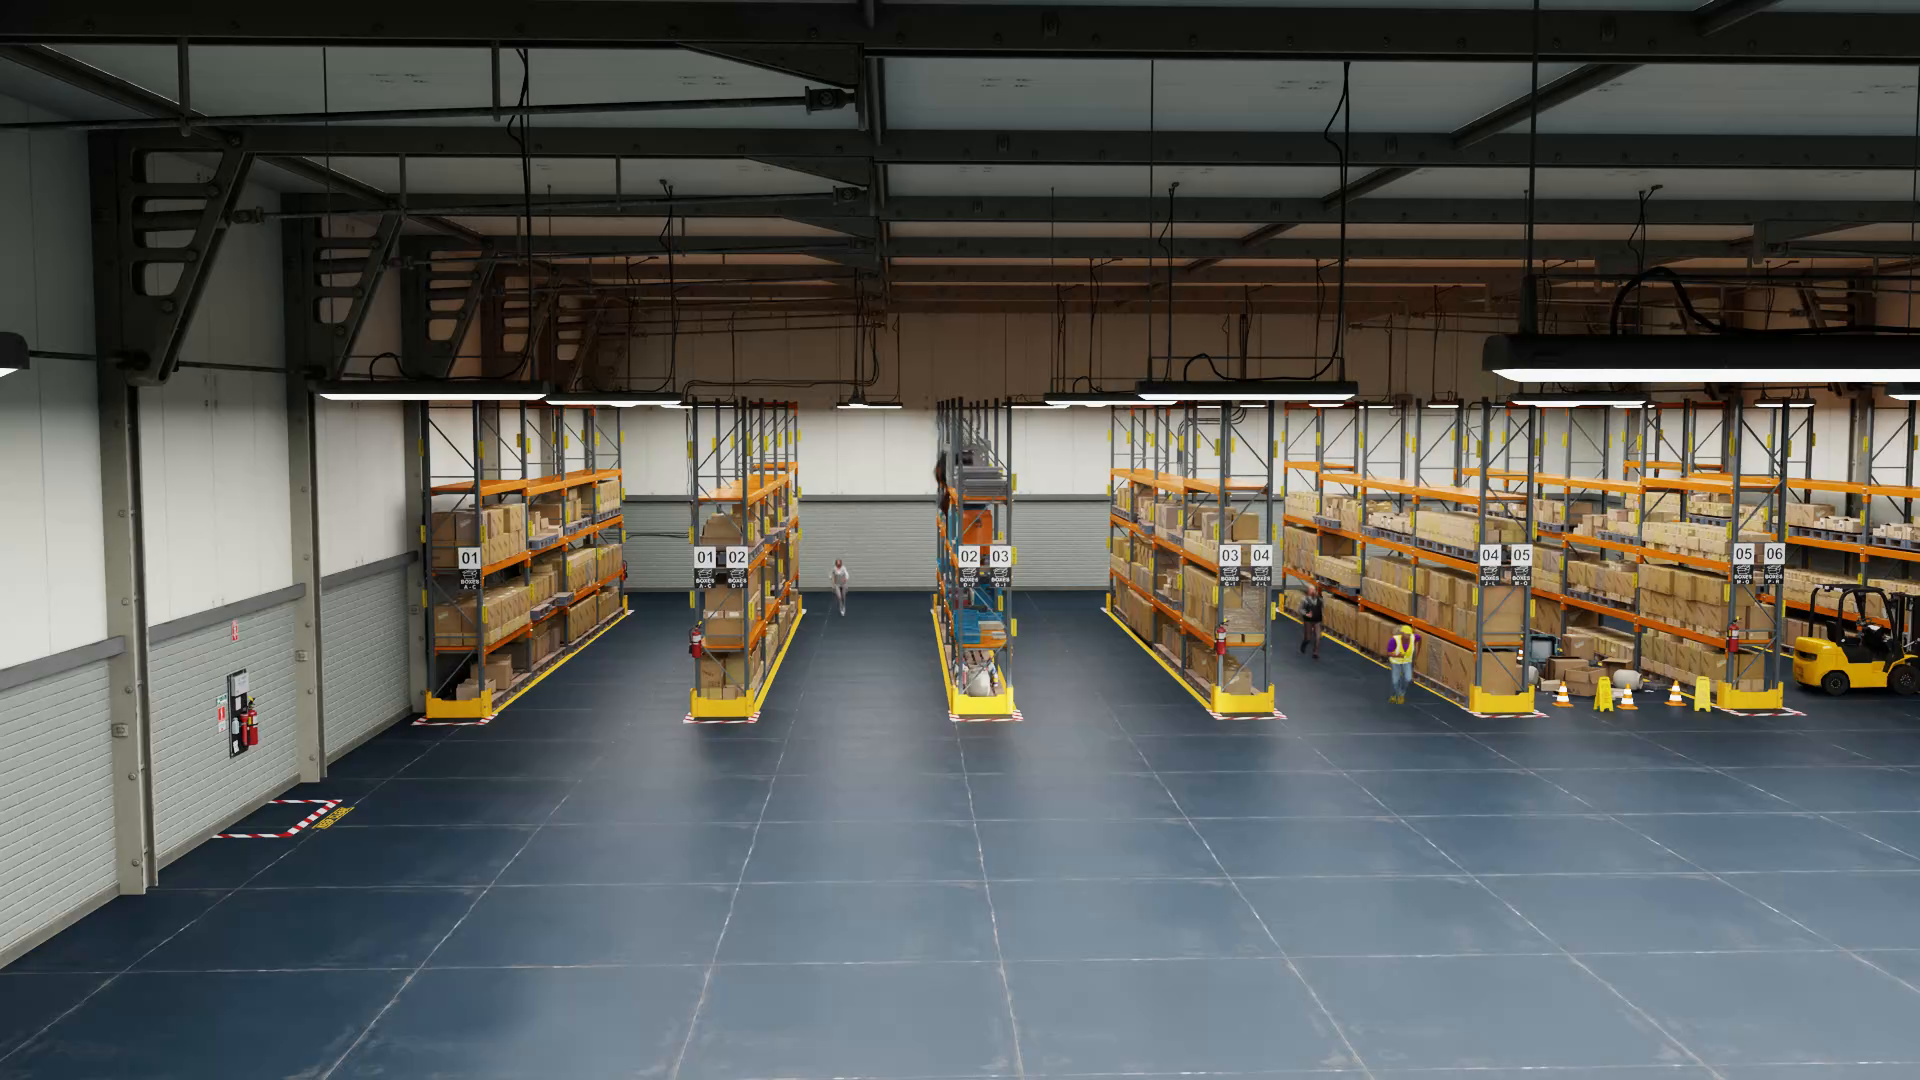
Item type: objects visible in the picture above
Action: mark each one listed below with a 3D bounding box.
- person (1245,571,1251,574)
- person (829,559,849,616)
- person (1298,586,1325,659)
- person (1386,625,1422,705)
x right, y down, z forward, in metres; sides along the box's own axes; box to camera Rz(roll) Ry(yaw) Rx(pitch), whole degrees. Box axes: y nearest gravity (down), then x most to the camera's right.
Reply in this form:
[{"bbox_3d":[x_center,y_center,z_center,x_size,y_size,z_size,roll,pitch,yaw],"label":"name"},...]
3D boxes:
[{"bbox_3d":[7.974,1.222,47.311,0.752,1.687,0.588,1,4,11],"label":"person"},{"bbox_3d":[-3.405,1.317,46.870,0.548,1.597,0.748,-1,4,-10],"label":"person"},{"bbox_3d":[8.175,1.907,38.555,0.669,1.684,0.728,-1,4,-8],"label":"person"},{"bbox_3d":[8.634,2.417,32.378,0.740,1.604,0.931,0,4,-2],"label":"person"}]
